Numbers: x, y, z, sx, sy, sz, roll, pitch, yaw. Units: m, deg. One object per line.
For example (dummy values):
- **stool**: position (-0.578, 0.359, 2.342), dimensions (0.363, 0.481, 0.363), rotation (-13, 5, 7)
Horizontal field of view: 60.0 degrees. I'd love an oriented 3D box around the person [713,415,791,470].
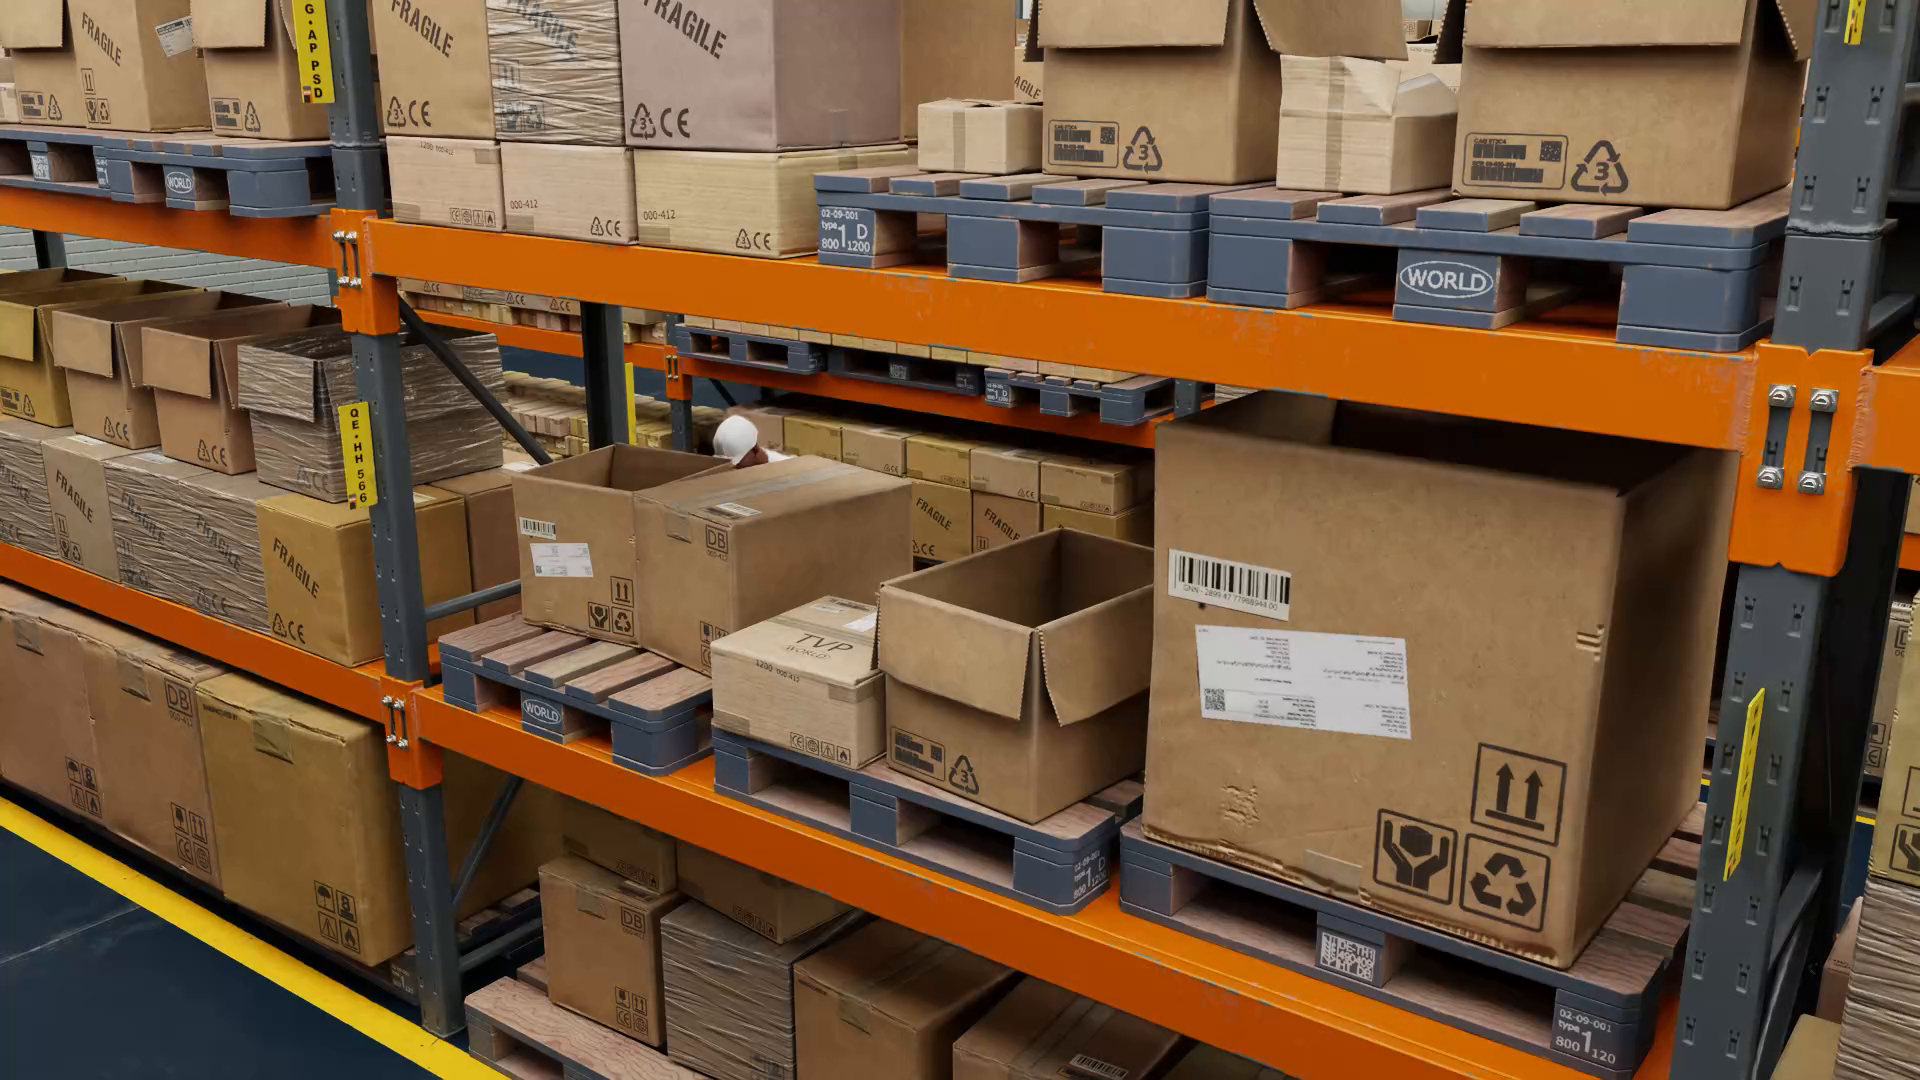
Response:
- **person**: position (-0.973, 0.145, 8.277), dimensions (0.616, 1.613, 0.599), rotation (12, 20, 36)
